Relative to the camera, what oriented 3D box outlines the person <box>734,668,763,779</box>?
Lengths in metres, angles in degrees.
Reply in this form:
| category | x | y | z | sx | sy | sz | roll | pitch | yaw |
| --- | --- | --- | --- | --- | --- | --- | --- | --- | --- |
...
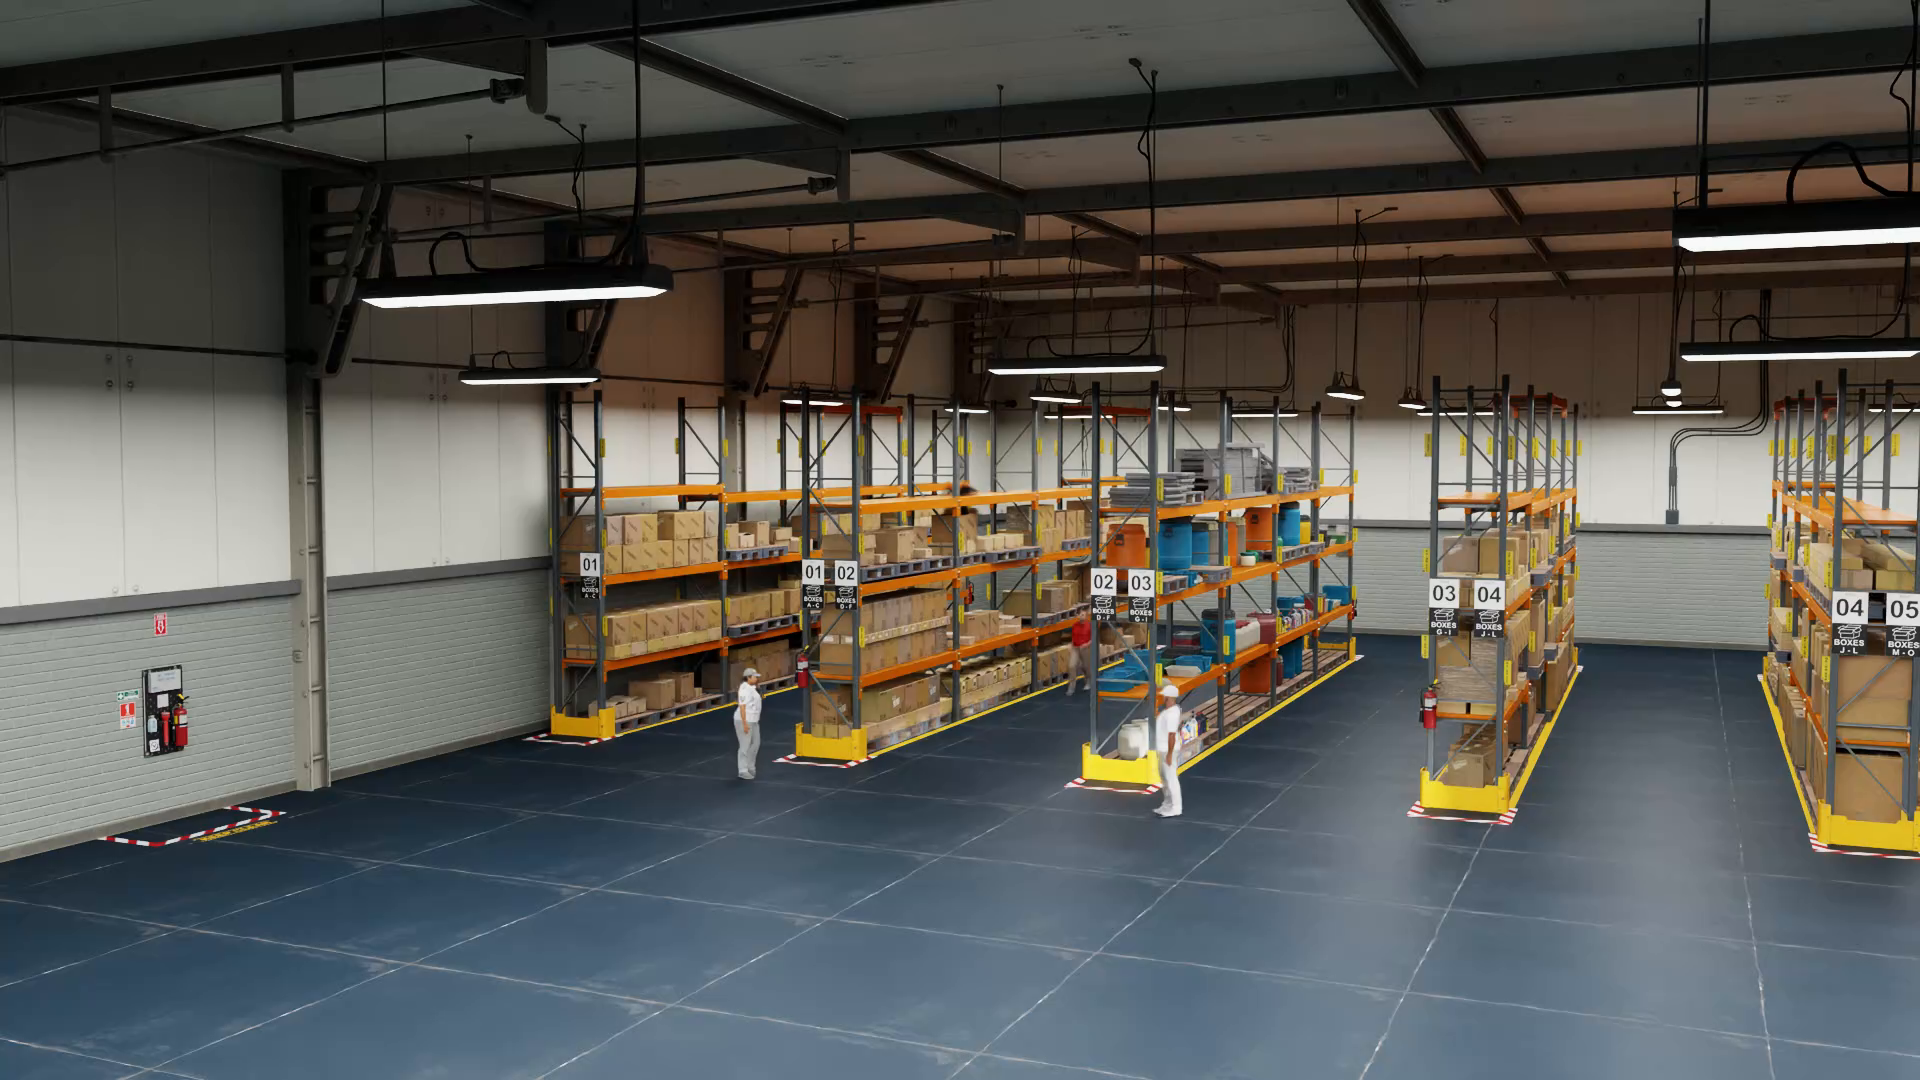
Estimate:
| category | x | y | z | sx | sy | sz | roll | pitch | yaw |
| --- | --- | --- | --- | --- | --- | --- | --- | --- | --- |
| person | -3.230 | 2.816 | 25.303 | 0.416 | 1.741 | 0.573 | 1 | 3 | 12 |

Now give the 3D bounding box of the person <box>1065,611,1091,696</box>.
| category | x | y | z | sx | sy | sz | roll | pitch | yaw |
| --- | --- | --- | --- | --- | --- | --- | --- | --- | --- |
| person | 2.484 | 2.303 | 33.978 | 0.608 | 1.714 | 0.986 | 1 | 3 | 24 |

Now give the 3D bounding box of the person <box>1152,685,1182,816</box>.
| category | x | y | z | sx | sy | sz | roll | pitch | yaw |
| --- | --- | --- | --- | --- | --- | --- | --- | --- | --- |
| person | 2.835 | 2.870 | 22.688 | 0.371 | 1.797 | 0.608 | 0 | 3 | -4 |
